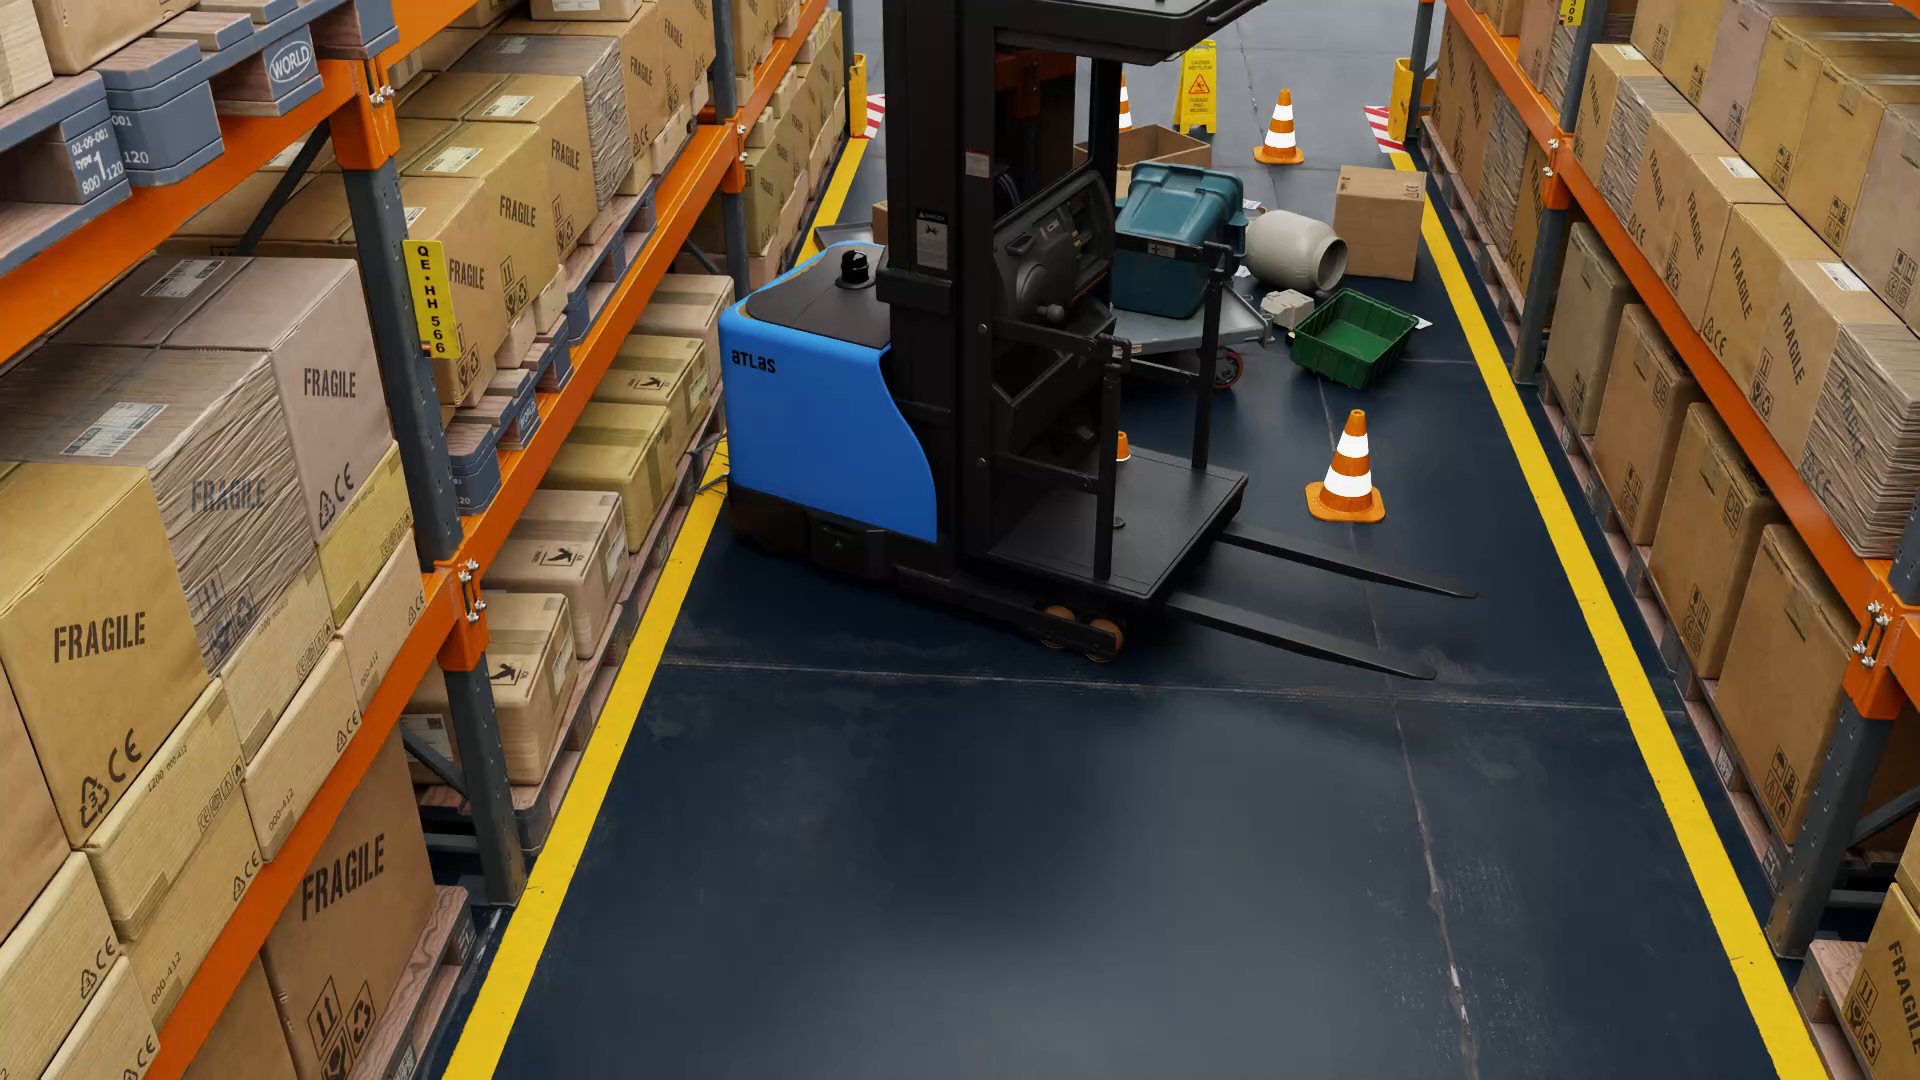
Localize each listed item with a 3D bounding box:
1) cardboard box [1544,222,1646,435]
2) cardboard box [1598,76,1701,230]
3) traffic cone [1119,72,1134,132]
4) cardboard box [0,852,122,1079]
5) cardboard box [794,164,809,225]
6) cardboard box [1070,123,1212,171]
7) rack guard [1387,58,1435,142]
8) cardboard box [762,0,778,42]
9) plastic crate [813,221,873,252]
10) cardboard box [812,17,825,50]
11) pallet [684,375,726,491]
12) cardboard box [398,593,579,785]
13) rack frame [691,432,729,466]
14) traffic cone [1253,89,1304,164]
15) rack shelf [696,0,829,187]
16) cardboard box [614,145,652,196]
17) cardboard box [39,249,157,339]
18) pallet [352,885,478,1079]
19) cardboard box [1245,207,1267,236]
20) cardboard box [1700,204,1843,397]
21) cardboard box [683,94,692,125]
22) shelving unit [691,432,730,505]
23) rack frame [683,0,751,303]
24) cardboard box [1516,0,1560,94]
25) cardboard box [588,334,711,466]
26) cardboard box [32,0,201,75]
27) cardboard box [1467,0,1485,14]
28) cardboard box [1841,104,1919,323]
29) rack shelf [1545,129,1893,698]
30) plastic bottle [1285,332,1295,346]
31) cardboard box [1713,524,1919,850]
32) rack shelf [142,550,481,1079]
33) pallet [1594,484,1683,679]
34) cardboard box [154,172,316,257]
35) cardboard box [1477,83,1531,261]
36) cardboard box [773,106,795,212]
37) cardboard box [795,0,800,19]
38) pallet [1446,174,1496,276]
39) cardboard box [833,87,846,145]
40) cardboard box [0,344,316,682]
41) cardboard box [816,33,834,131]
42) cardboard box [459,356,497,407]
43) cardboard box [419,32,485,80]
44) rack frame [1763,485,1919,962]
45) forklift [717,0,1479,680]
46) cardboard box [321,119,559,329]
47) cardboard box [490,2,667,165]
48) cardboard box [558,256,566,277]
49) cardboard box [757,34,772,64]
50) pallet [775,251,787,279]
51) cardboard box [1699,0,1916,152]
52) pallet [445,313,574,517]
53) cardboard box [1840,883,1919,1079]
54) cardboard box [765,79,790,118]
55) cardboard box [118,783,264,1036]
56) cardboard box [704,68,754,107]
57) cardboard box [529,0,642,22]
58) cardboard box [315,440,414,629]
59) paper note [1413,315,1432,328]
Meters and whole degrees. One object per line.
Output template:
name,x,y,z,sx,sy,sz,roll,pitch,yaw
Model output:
cardboard box,3.392,-0.973,7.713,1.050,0.750,0.750,2,32,4
cardboard box,3.001,-1.595,6.884,0.500,0.500,0.500,3,32,4
traffic cone,1.121,-3.101,11.840,0.336,0.463,0.334,2,32,4
cardboard box,-1.802,0.776,2.798,0.500,0.250,0.500,2,32,2
cardboard box,-1.199,-2.101,10.021,0.500,0.250,0.500,2,32,3
cardboard box,1.117,-2.241,10.407,0.797,0.503,0.637,-20,37,-29
rack guard,3.680,-3.120,11.836,1.175,0.500,0.348,2,32,4
cardboard box,-1.258,-2.890,8.701,0.500,0.500,0.500,2,32,4
plastic crate,-0.644,-1.782,10.065,0.402,0.080,0.583,-8,33,-13
cardboard box,-1.055,-3.178,10.435,0.380,0.149,0.250,3,32,5
pallet,-1.651,-0.644,8.095,1.003,0.211,1.213,2,32,4
cardboard box,-1.859,0.498,5.688,0.950,0.372,0.625,0,32,1
rack frame,-0.853,-0.546,7.727,0.240,0.006,0.900,20,36,29
traffic cone,2.220,-2.875,11.474,0.336,0.463,0.334,2,32,4
rack shelf,-1.426,-2.978,9.909,1.077,0.370,4.000,2,32,4
cardboard box,-1.453,-1.497,6.659,0.380,0.149,0.250,2,32,4
cardboard box,-2.199,-0.368,3.940,0.500,0.500,0.500,1,32,2
pallet,-2.054,1.449,4.697,1.003,0.211,1.213,2,32,4
cardboard box,1.657,-1.894,10.070,0.396,0.266,0.258,8,32,12
cardboard box,2.879,-0.800,5.594,0.500,0.500,0.500,2,32,3
cardboard box,-1.395,-1.893,7.301,0.380,0.149,0.250,2,32,3
shelving unit,-0.854,-0.459,7.780,0.258,0.210,0.900,20,36,29
rack frame,-1.589,-2.239,8.024,1.000,3.000,0.127,2,32,4
cardboard box,3.393,-2.626,8.509,0.875,0.550,0.550,2,32,4
cardboard box,-1.684,-0.648,7.547,0.950,0.372,0.625,4,32,7
cardboard box,-1.806,-1.120,2.853,0.700,0.500,0.500,1,32,2
cardboard box,3.500,-3.464,9.868,0.875,0.550,0.550,2,32,4
cardboard box,3.113,-0.956,4.893,0.700,0.500,0.500,2,32,3
rack shelf,3.190,-0.728,6.258,1.077,0.370,4.000,2,32,4
plastic bottle,1.871,-1.038,8.876,0.133,0.061,0.283,-14,34,-21
cardboard box,3.166,0.476,5.363,1.050,0.750,0.750,2,32,3
rack shelf,-2.078,1.205,3.121,1.077,0.370,4.000,2,32,4
pallet,3.268,0.153,6.800,1.003,0.211,1.213,2,32,4
cardboard box,-2.155,-0.745,4.820,0.500,0.500,0.500,2,32,3
cardboard box,3.543,-2.152,9.507,0.875,0.875,0.875,3,32,4
cardboard box,-1.240,-2.144,9.375,0.500,0.500,0.500,4,32,6
cardboard box,-1.138,-3.084,9.635,0.380,0.149,0.250,2,32,4
pallet,3.589,-1.927,10.176,1.003,0.211,1.213,2,32,4
cardboard box,-1.063,-2.892,11.304,0.500,0.250,0.500,2,32,4
cardboard box,-1.730,-0.065,3.448,0.500,0.500,0.500,3,32,5
cardboard box,-1.108,-2.955,10.691,0.500,0.500,0.500,4,32,6
cardboard box,-1.647,-0.527,5.086,0.380,0.149,0.250,1,32,1
cardboard box,-2.038,-1.565,6.151,0.500,0.500,0.500,1,32,2
rack frame,3.027,0.011,4.372,1.000,3.000,0.127,2,32,4
forklift,0.545,-1.090,6.225,3.031,2.935,1.130,16,35,24
cardboard box,-1.612,-0.993,5.224,0.500,0.500,0.500,4,32,7
cardboard box,-1.485,-1.806,6.543,0.500,0.500,0.500,4,32,6
cardboard box,-1.593,-0.941,5.757,0.380,0.149,0.250,4,32,7
cardboard box,-1.229,-2.685,8.987,0.380,0.149,0.250,3,32,5
pallet,-1.570,-1.404,9.328,1.003,0.211,1.213,2,32,4
cardboard box,3.237,-1.755,6.191,0.700,0.500,0.500,3,32,4
pallet,-1.963,-0.443,5.292,1.213,0.211,1.003,2,32,4
cardboard box,2.715,1.256,4.335,0.500,0.500,0.500,1,32,2
cardboard box,-1.162,-2.471,9.288,0.380,0.149,0.250,4,32,6
cardboard box,-1.780,0.723,3.361,0.500,0.250,0.500,2,32,3
cardboard box,-1.244,-2.283,8.335,0.380,0.149,0.250,2,32,4
cardboard box,-1.444,-2.107,6.412,0.380,0.149,0.250,1,32,2
cardboard box,-1.701,-0.032,4.109,0.500,0.250,0.500,2,32,4
paper note,2.505,-1.207,9.178,0.147,0.020,0.142,-20,37,-29
